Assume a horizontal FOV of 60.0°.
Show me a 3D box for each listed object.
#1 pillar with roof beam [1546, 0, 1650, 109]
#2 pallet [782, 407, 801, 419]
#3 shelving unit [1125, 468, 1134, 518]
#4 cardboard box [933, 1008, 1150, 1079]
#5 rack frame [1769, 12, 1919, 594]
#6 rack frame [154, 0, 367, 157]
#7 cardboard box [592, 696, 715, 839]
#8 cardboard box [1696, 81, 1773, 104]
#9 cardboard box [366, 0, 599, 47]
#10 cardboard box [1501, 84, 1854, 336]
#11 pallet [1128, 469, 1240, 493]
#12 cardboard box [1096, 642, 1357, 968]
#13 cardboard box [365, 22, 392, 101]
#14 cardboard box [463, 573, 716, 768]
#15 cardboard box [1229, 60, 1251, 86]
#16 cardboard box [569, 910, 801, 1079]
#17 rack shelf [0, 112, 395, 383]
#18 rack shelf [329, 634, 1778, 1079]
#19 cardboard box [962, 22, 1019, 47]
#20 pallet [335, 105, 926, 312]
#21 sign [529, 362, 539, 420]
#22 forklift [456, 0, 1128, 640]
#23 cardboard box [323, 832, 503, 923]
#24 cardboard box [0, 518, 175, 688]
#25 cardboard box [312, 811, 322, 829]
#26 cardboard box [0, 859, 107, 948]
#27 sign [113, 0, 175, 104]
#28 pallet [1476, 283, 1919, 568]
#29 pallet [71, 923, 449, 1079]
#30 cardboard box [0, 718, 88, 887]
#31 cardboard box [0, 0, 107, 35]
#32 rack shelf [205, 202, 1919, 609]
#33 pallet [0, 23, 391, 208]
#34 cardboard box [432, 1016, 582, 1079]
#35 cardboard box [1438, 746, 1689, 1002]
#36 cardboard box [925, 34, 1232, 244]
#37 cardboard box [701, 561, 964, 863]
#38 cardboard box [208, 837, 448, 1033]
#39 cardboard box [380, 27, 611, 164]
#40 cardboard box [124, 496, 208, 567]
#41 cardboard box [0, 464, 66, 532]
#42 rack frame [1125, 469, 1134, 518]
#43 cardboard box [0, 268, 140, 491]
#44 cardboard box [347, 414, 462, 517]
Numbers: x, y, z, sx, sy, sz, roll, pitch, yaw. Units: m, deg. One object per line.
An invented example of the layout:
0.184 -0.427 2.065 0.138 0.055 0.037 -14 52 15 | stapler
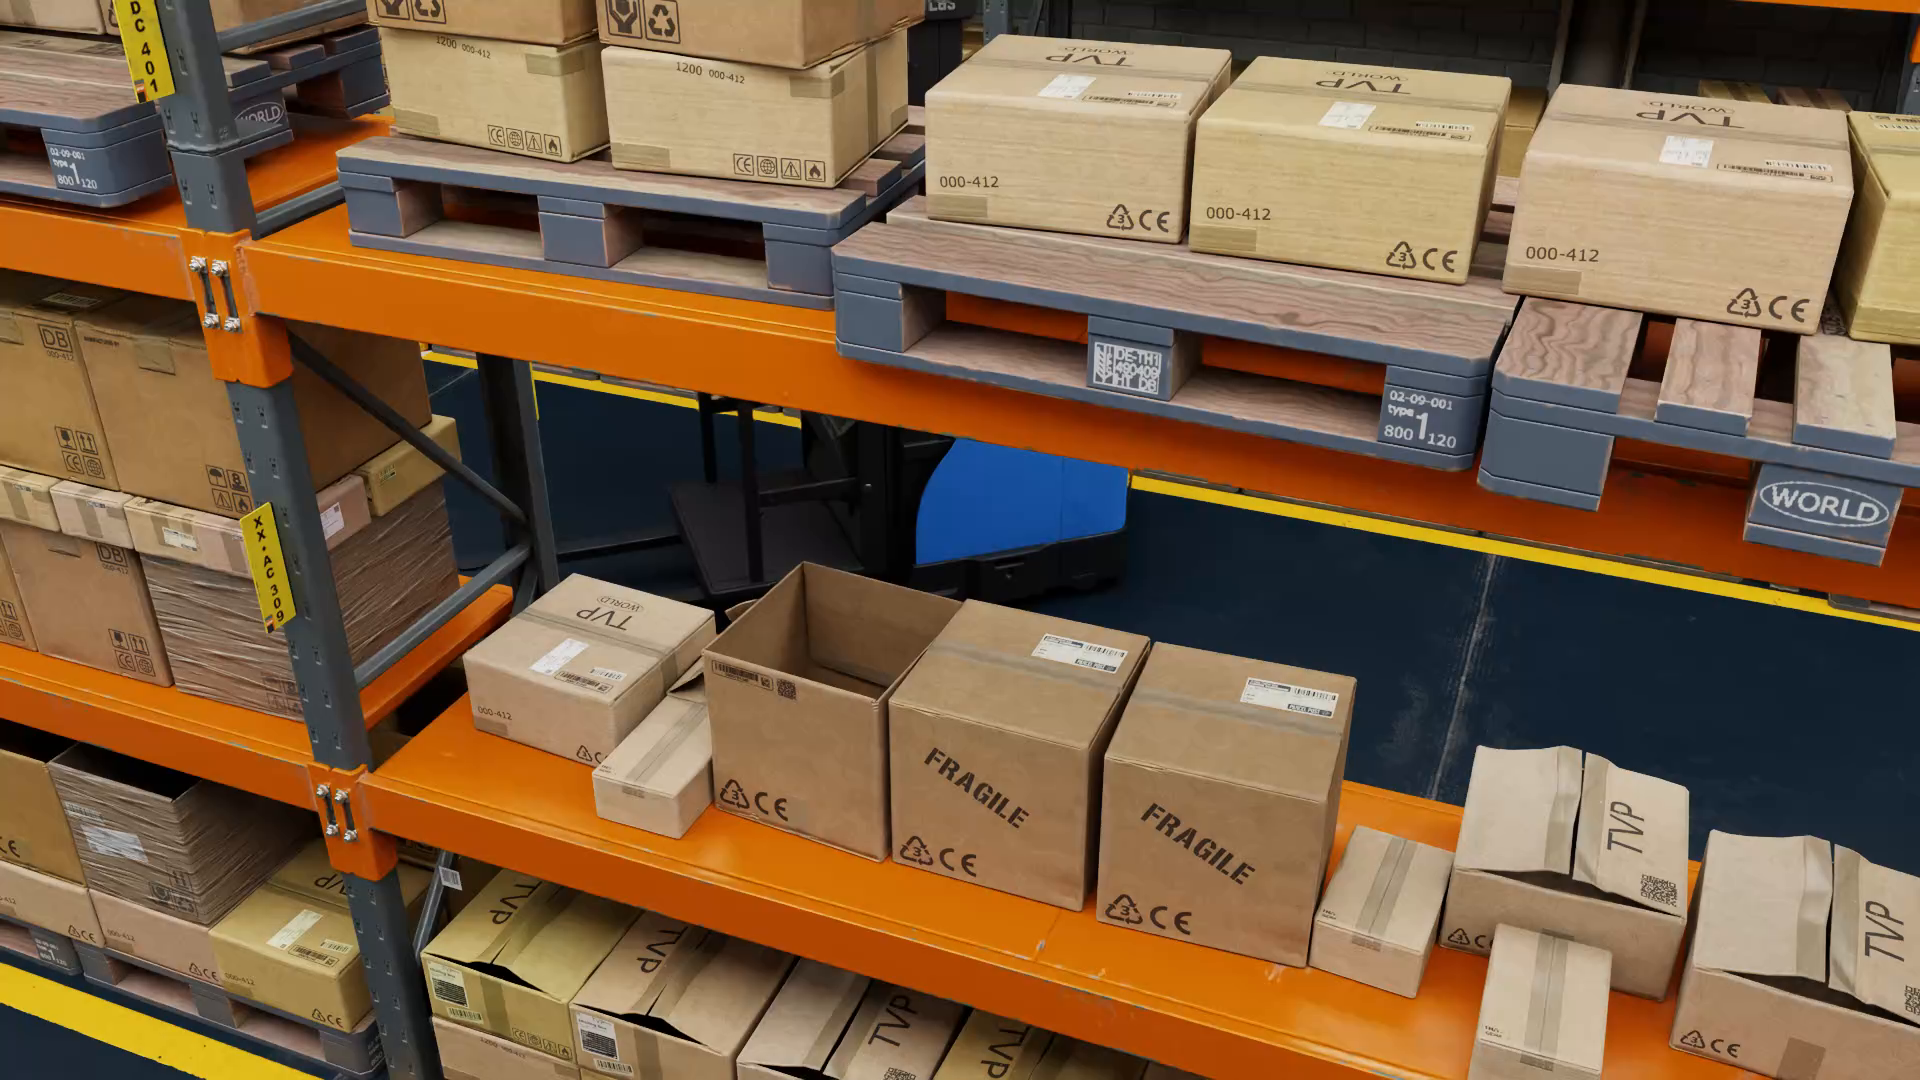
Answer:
1.563 -2.574 3.658 0.400 9.000 9.100 11 31 19 | pillar with roof beam
-0.281 -0.924 9.671 1.213 0.211 1.003 11 31 19 | pallet
0.761 -0.637 8.144 0.189 1.200 0.258 -2 29 -14 | shelving unit
0.210 1.473 4.393 0.500 0.311 0.500 12 32 20 | cardboard box
4.061 -1.290 7.484 0.127 3.000 1.000 11 31 19 | rack frame
-1.504 -2.382 3.320 0.127 3.000 1.000 11 31 19 | rack frame
-0.760 0.596 4.403 0.250 0.149 0.380 11 31 19 | cardboard box
3.427 -1.910 7.373 0.250 0.149 0.380 6 30 11 | cardboard box
-0.947 -1.388 3.573 0.500 0.500 0.500 12 32 20 | cardboard box
1.268 -0.601 2.942 0.500 0.250 0.500 12 32 20 | cardboard box
1.077 -0.673 9.226 1.213 0.211 1.003 11 31 19 | pallet
0.641 0.623 3.998 0.500 0.500 0.500 10 31 16 | cardboard box
-3.022 -2.815 9.551 0.500 0.500 0.500 11 31 19 | cardboard box
-1.032 0.366 4.707 0.500 0.250 0.500 13 32 22 | cardboard box
1.329 -2.049 8.277 0.500 0.500 0.700 15 33 24 | cardboard box
-0.753 1.284 4.727 0.500 0.311 0.500 11 31 19 | cardboard box
-3.357 -1.133 4.889 4.000 0.370 1.077 11 31 19 | rack shelf
0.349 0.913 4.318 4.000 0.370 1.077 11 31 19 | rack shelf
-0.002 -2.482 8.963 0.500 0.500 0.500 11 31 18 | cardboard box
-0.682 -0.836 3.827 1.217 0.209 0.805 10 31 17 | pallet
-1.309 -0.489 4.971 0.005 0.325 0.100 11 31 19 | sign
-0.789 -1.058 7.144 3.031 2.935 1.130 -10 31 -16 | forklift
-1.820 1.020 5.765 0.500 0.250 0.500 11 31 19 | cardboard box
-2.409 0.012 5.079 0.500 0.500 0.700 11 31 19 | cardboard box
-2.282 0.600 5.746 0.500 0.500 0.500 11 31 19 | cardboard box
-2.945 1.075 5.668 0.500 0.250 0.500 11 31 19 | cardboard box
-1.711 -1.083 3.463 0.005 0.325 0.100 11 31 19 | sign
1.540 -0.339 2.945 1.003 0.211 1.213 13 32 21 | pallet
-2.225 1.277 5.776 1.213 0.211 1.003 11 31 19 | pallet
-2.940 0.742 5.494 0.500 0.500 0.500 11 31 19 | cardboard box
-2.372 -1.595 4.496 0.500 0.311 0.500 10 31 16 | cardboard box
0.349 -0.393 3.580 4.000 0.370 1.077 11 31 19 | rack shelf
-2.304 -1.184 4.338 1.213 0.211 1.003 11 31 19 | pallet
-1.224 1.431 5.037 0.500 0.250 0.500 11 31 18 | cardboard box
1.446 0.754 3.957 0.500 0.311 0.500 11 31 19 | cardboard box
0.245 -0.812 3.316 0.500 0.250 0.500 9 31 15 | cardboard box
-0.311 0.433 4.334 0.500 0.500 0.500 14 32 23 | cardboard box
-2.016 1.257 5.345 0.500 0.250 0.500 11 31 19 | cardboard box
-0.937 -1.076 3.782 0.500 0.250 0.500 15 33 24 | cardboard box
-2.065 -0.096 4.610 0.250 0.149 0.380 11 31 18 | cardboard box
-2.552 -0.191 4.779 0.250 0.149 0.380 11 31 19 | cardboard box
0.850 -0.640 8.166 0.006 1.200 0.240 -2 29 -14 | rack frame
-2.386 -0.551 4.756 0.500 0.500 0.700 11 31 19 | cardboard box
-1.680 -0.235 4.856 0.250 0.149 0.380 11 31 19 | cardboard box
